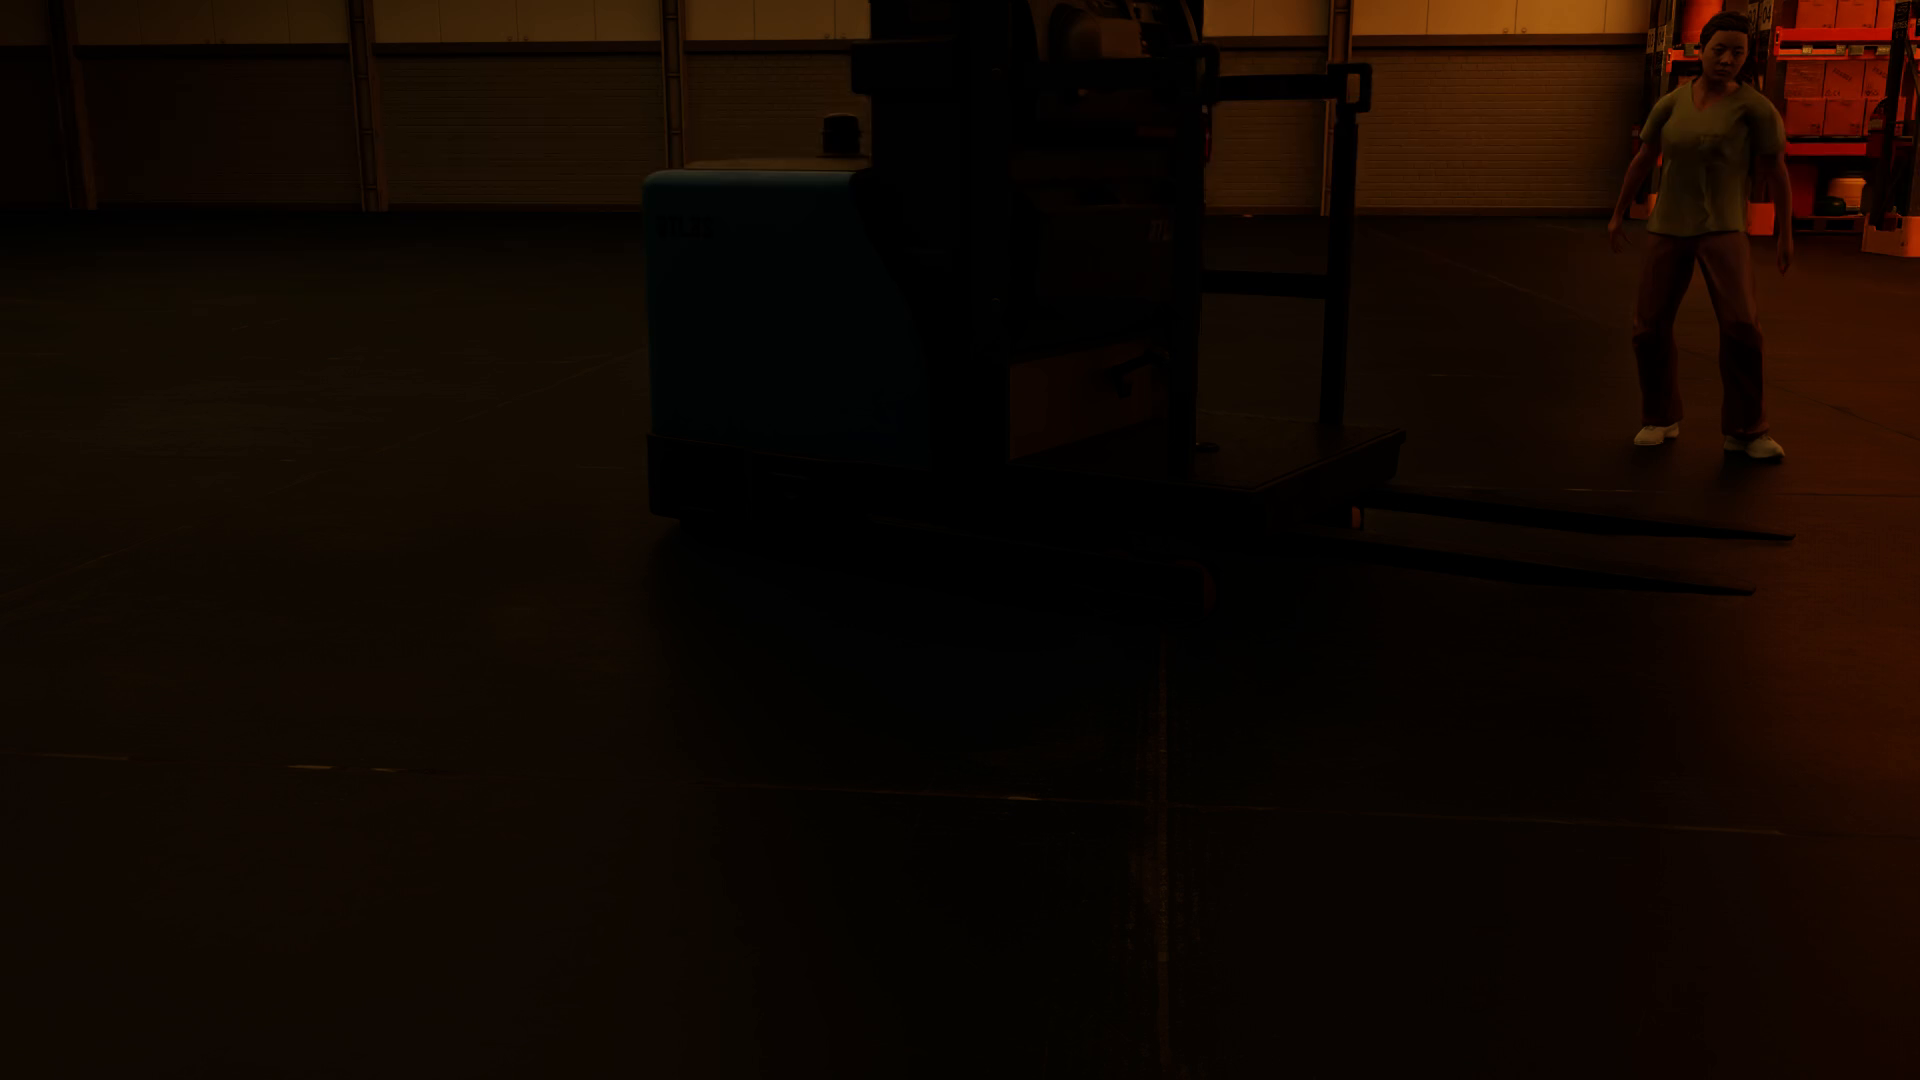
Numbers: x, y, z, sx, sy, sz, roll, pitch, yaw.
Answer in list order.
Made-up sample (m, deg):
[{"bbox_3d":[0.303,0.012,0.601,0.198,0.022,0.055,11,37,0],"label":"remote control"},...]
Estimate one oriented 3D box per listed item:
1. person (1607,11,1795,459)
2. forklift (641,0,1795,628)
[{"bbox_3d":[2.844,-1.151,6.337,0.808,1.643,0.403,13,18,43],"label":"person"},{"bbox_3d":[0.578,-1.352,4.290,3.031,2.935,1.130,8,16,32],"label":"forklift"}]
